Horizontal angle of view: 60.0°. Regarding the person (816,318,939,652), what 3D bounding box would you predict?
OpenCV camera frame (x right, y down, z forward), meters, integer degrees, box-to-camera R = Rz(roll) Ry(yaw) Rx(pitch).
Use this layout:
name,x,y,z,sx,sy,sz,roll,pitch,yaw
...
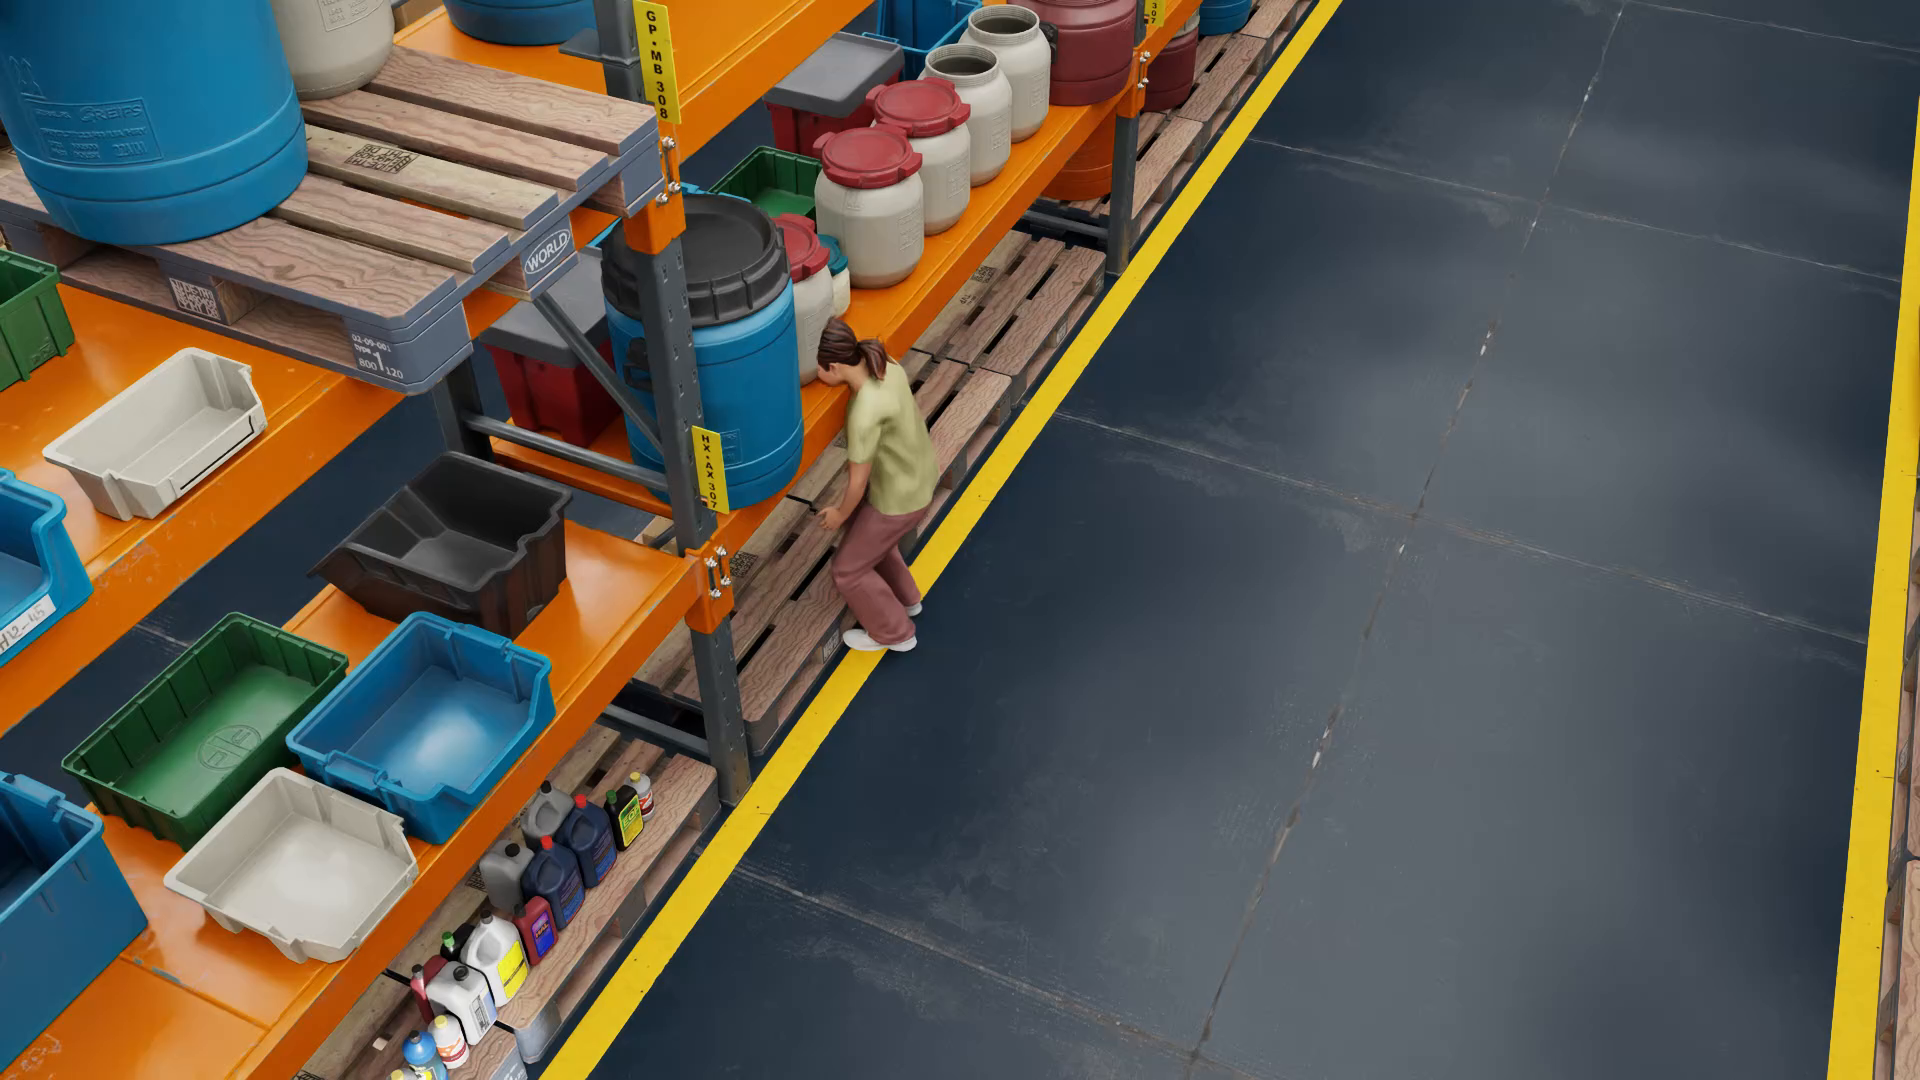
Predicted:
name,x,y,z,sx,sy,sz,roll,pitch,yaw
person,-0.339,-0.194,6.472,0.490,1.555,0.490,7,43,8
